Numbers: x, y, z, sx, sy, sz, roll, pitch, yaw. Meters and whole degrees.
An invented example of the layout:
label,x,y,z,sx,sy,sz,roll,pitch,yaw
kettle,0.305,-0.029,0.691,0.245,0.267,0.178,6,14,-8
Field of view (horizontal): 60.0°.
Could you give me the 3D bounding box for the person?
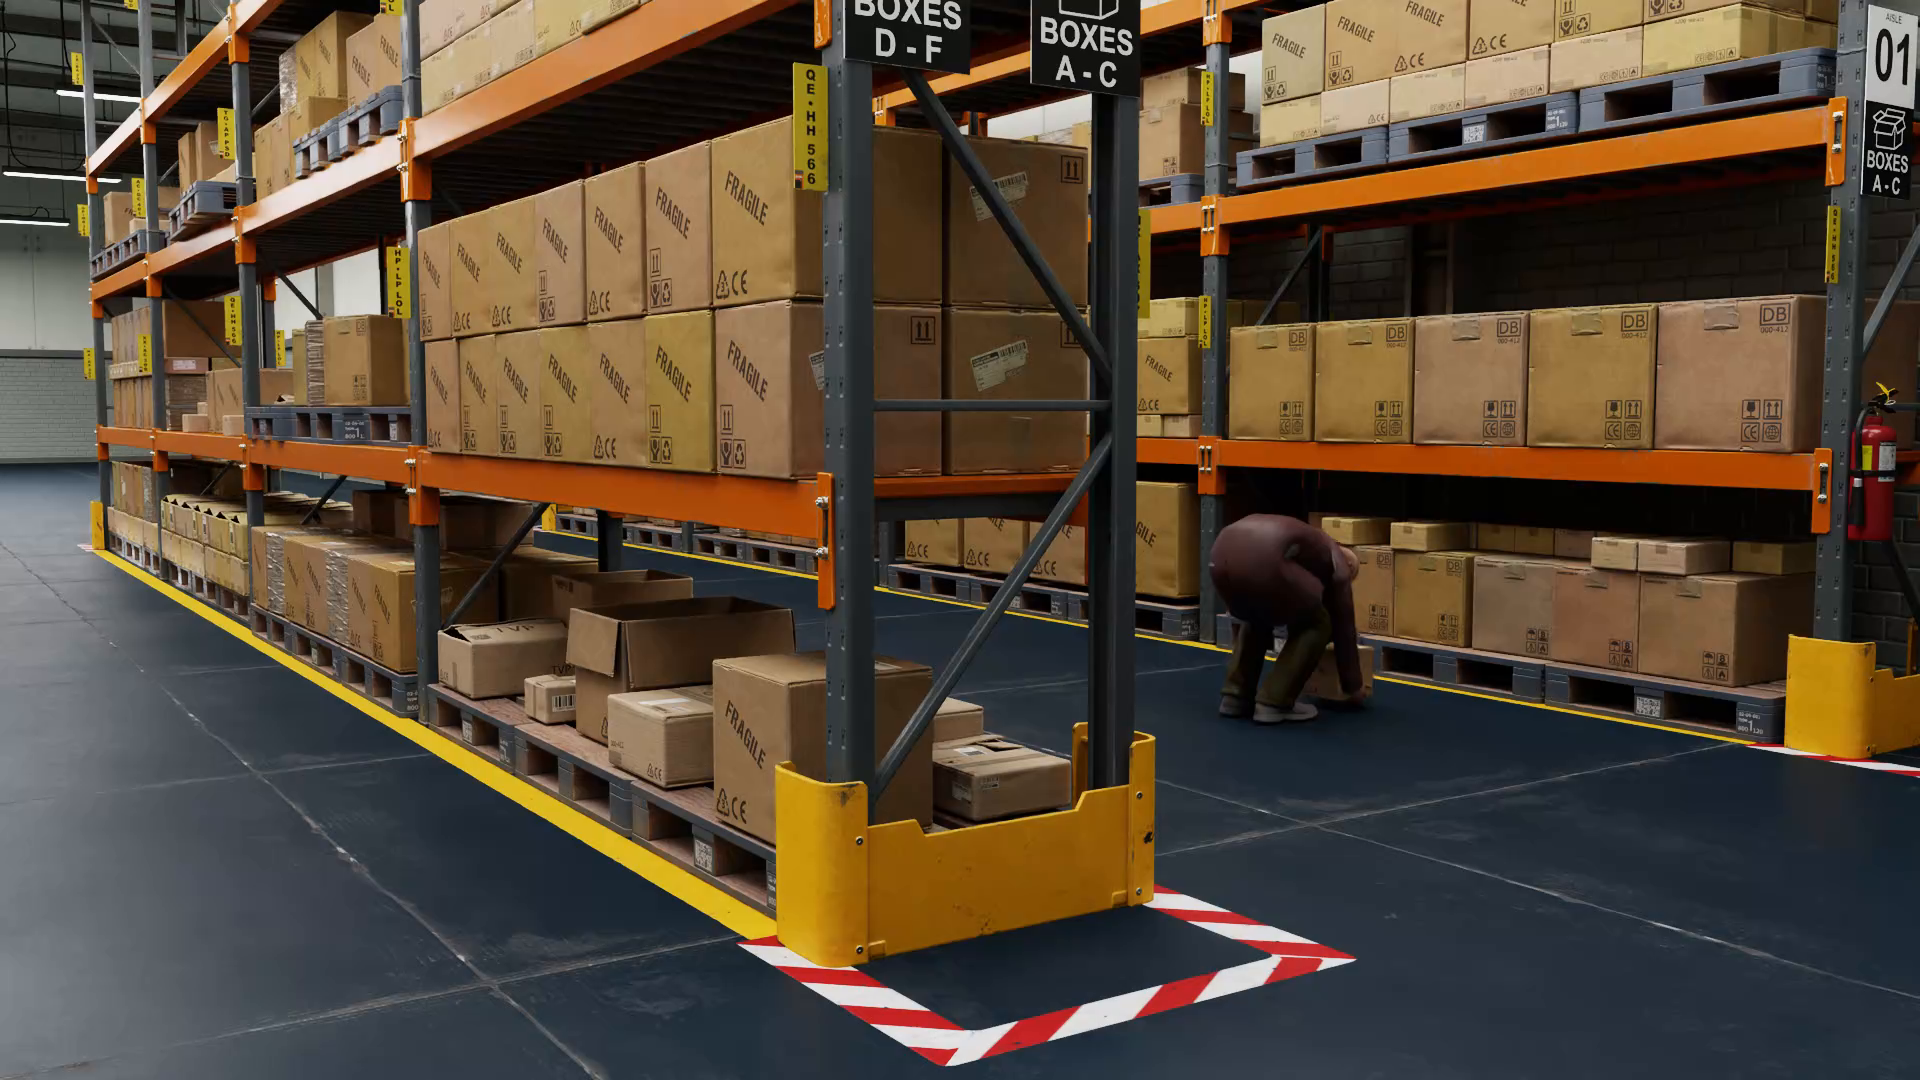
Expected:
label,x,y,z,sx,sy,sz,roll,pitch,yaw
person,1.626,0.358,8.160,0.942,0.996,0.591,-3,6,-37
